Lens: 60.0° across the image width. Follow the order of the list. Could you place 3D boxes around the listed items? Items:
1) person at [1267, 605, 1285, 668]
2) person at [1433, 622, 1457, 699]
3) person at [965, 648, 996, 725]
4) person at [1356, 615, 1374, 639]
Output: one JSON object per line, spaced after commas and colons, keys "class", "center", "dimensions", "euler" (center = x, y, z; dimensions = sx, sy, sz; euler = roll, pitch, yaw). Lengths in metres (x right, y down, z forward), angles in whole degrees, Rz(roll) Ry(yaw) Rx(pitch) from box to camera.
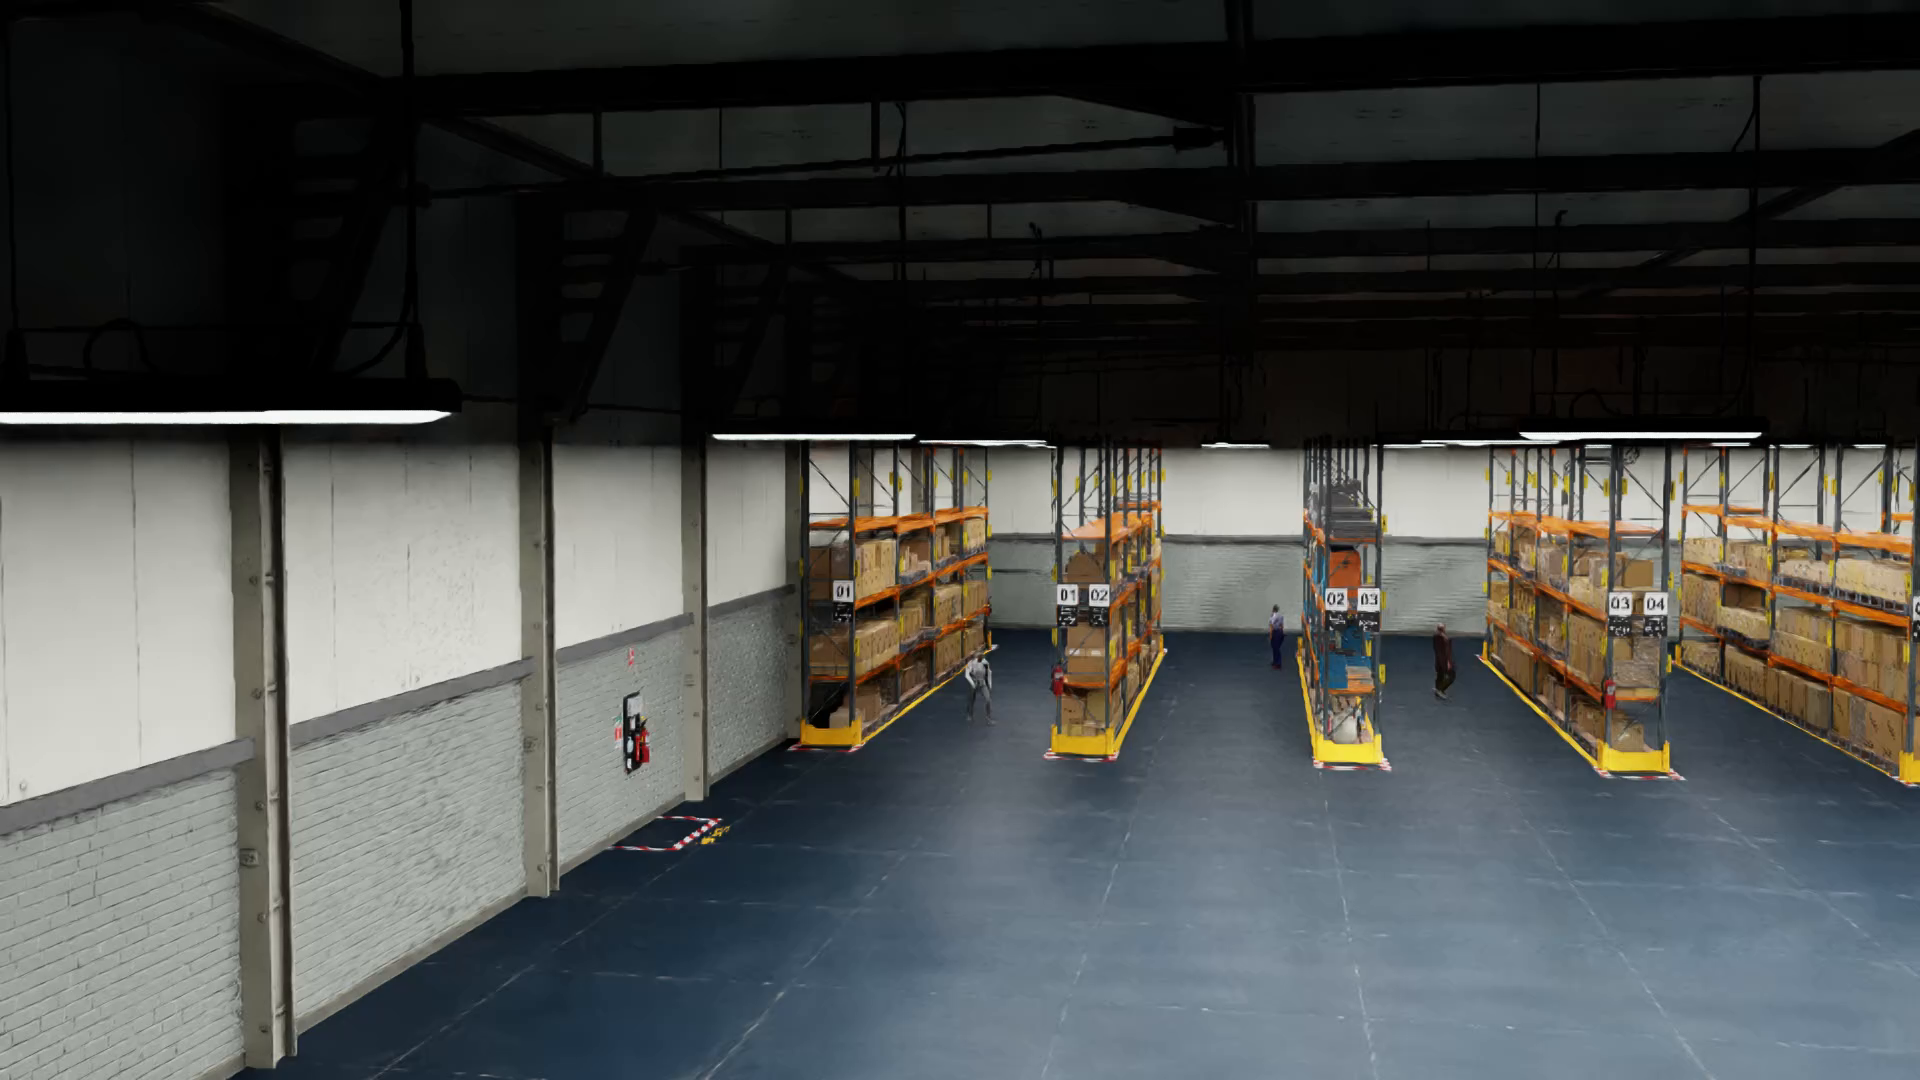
{"class": "person", "center": [8.290, 2.524, 43.770], "dimensions": [0.556, 1.644, 0.597], "euler": [2, 4, 38]}
{"class": "person", "center": [11.081, 2.771, 38.151], "dimensions": [0.497, 1.774, 0.635], "euler": [-1, 3, -17]}
{"class": "person", "center": [0.391, 3.027, 34.781], "dimensions": [0.630, 1.603, 0.811], "euler": [0, 3, -7]}
{"class": "person", "center": [12.042, 2.117, 50.038], "dimensions": [0.726, 1.778, 0.540], "euler": [-3, 4, -44]}
